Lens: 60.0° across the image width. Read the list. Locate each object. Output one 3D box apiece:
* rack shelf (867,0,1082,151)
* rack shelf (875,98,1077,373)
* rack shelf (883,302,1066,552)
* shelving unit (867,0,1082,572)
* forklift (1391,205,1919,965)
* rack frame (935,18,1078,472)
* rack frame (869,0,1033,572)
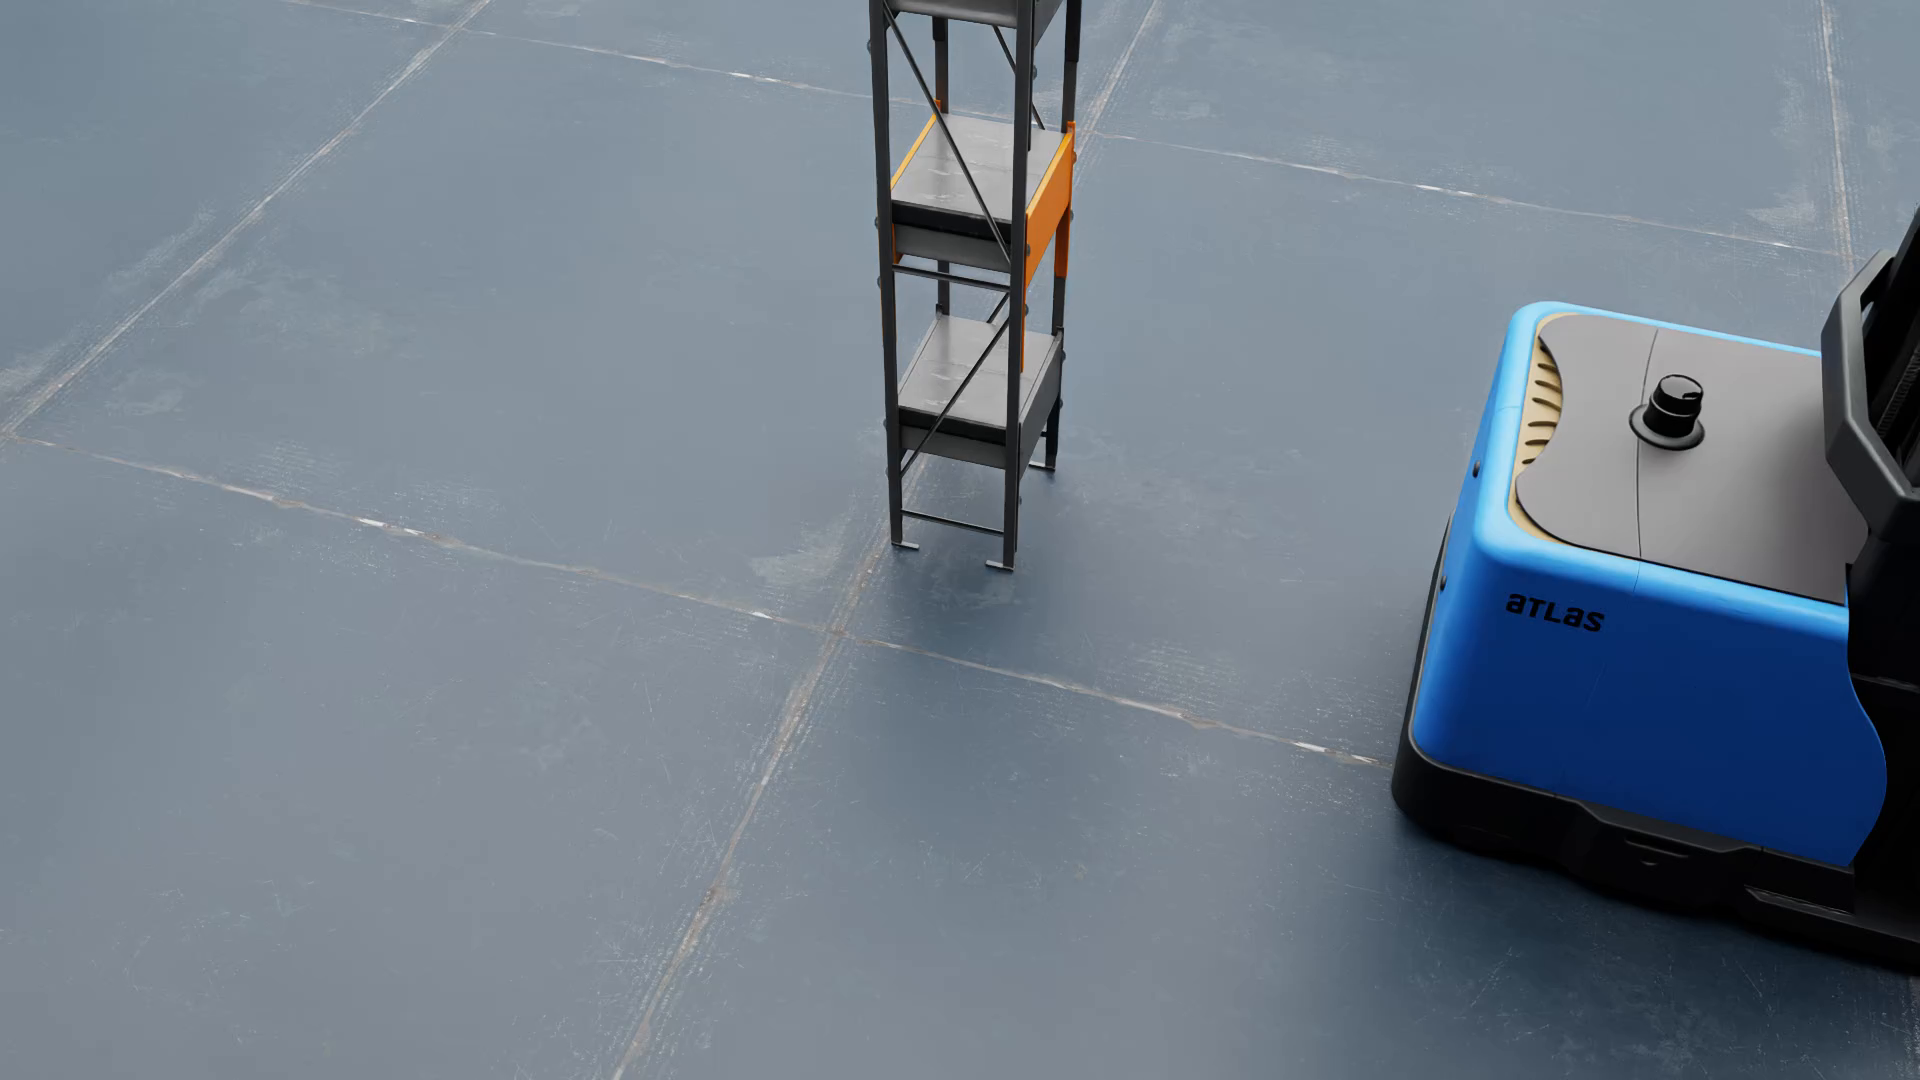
[{"bbox_3d":[0.050,-1.351,4.148,0.431,0.518,0.480,13,46,12],"label":"rack shelf"},{"bbox_3d":[0.050,-0.851,4.638,0.431,0.518,0.480,13,46,12],"label":"rack shelf"},{"bbox_3d":[0.050,-0.351,5.128,0.431,0.518,0.480,13,46,12],"label":"rack shelf"},{"bbox_3d":[0.050,-0.861,4.628,0.431,2.100,0.503,13,46,12],"label":"shelving unit"},{"bbox_3d":[2.729,-0.270,3.430,3.031,2.935,1.130,14,46,14],"label":"forklift"},{"bbox_3d":[0.124,-1.023,4.795,0.400,2.100,0.015,13,46,12],"label":"rack frame"},{"bbox_3d":[-0.024,-0.698,4.462,0.400,2.100,0.015,13,46,12],"label":"rack frame"}]
